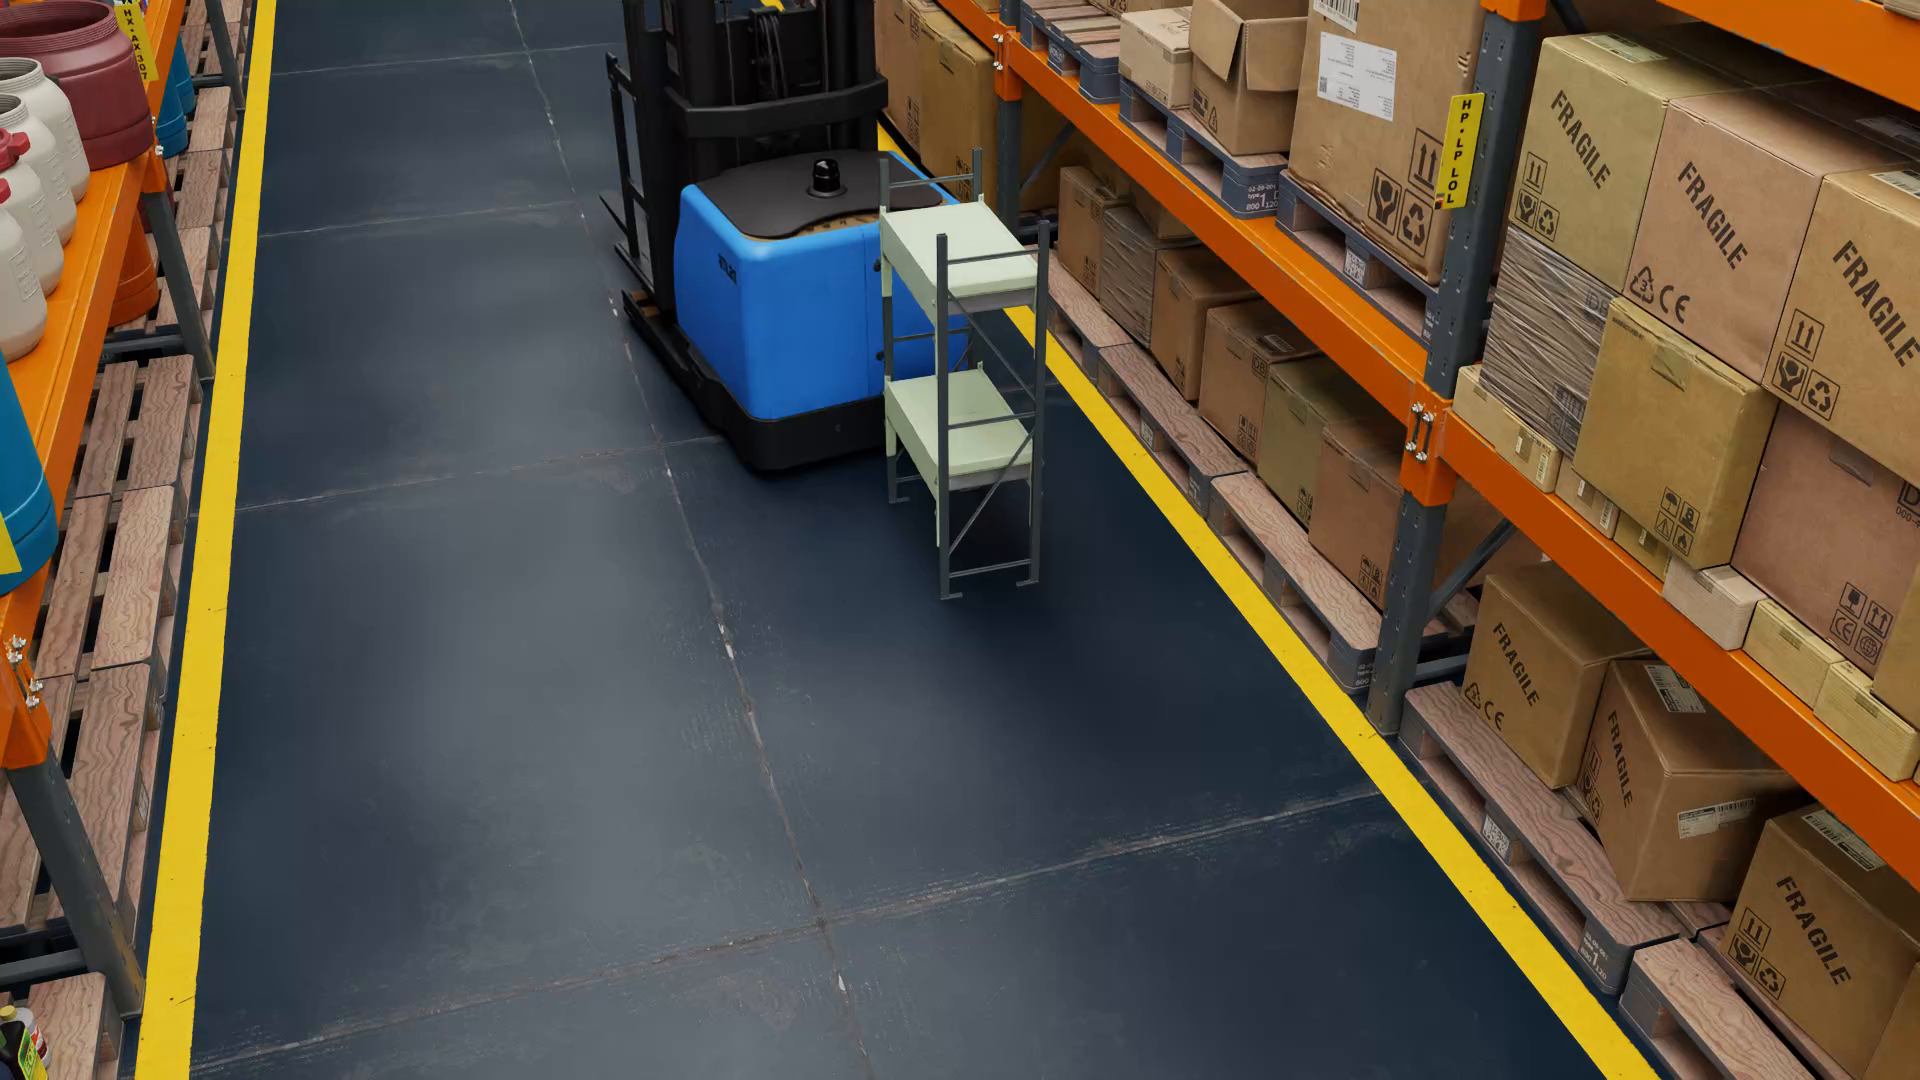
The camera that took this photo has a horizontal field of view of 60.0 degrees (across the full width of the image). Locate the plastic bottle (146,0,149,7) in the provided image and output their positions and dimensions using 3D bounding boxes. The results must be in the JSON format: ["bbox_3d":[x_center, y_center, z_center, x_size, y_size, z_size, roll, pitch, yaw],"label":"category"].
[{"bbox_3d":[-4.215,-2.852,8.461,0.097,0.271,0.097,0,33,0],"label":"plastic bottle"}]

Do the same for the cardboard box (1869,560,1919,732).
[{"bbox_3d":[2.466,0.180,3.397,0.875,0.500,0.500,-10,35,-15],"label":"cardboard box"}]

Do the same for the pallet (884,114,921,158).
[{"bbox_3d":[0.150,-2.687,10.626,1.003,0.211,1.213,-10,35,-15],"label":"pallet"}]

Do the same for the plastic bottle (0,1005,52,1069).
[{"bbox_3d":[-2.402,1.270,4.246,0.097,0.201,0.097,0,33,0],"label":"plastic bottle"}]

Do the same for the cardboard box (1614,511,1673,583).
[{"bbox_3d":[1.938,-0.027,4.298,0.380,0.149,0.250,-10,35,-15],"label":"cardboard box"}]

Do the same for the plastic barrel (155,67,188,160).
[{"bbox_3d":[-4.884,-2.692,9.625,0.600,0.901,0.708,-10,35,-15],"label":"plastic barrel"}]

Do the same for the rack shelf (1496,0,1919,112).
[{"bbox_3d":[2.517,-0.586,2.848,1.077,0.370,4.000,-10,35,-15],"label":"rack shelf"}]

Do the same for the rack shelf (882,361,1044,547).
[{"bbox_3d":[0.002,-0.350,6.511,0.431,0.370,0.720,-10,35,-15],"label":"rack shelf"}]

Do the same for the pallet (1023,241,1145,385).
[{"bbox_3d":[0.924,-1.211,8.391,1.003,0.211,1.213,-10,35,-15],"label":"pallet"}]

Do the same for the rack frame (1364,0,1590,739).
[{"bbox_3d":[1.907,-0.685,5.065,1.000,3.000,0.127,-10,35,-15],"label":"rack frame"}]

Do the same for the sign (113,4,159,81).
[{"bbox_3d":[-3.508,-2.116,7.084,0.100,0.325,0.005,-10,35,-15],"label":"sign"}]

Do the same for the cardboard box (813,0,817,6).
[{"bbox_3d":[-0.319,-3.841,11.388,1.225,0.875,0.875,-10,35,-15],"label":"cardboard box"}]

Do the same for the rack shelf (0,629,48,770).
[{"bbox_3d":[-2.199,1.498,2.414,1.077,0.370,4.000,-10,35,-15],"label":"rack shelf"}]

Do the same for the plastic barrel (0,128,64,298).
[{"bbox_3d":[-3.248,-1.060,5.510,0.433,0.535,0.433,0,33,0],"label":"plastic barrel"}]

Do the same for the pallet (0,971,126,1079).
[{"bbox_3d":[-2.644,1.671,4.029,1.003,0.211,1.213,-10,35,-15],"label":"pallet"}]

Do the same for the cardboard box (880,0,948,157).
[{"bbox_3d":[0.232,-2.909,9.977,1.225,0.875,0.875,-10,35,-15],"label":"cardboard box"}]

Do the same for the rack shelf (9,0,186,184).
[{"bbox_3d":[-4.640,-2.702,8.771,1.077,0.370,4.000,-10,35,-15],"label":"rack shelf"}]

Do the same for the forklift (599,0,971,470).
[{"bbox_3d":[-1.047,-2.316,7.596,1.130,2.935,3.031,-15,36,-22],"label":"forklift"}]

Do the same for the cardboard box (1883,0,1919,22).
[{"bbox_3d":[2.108,-1.055,3.041,0.500,0.250,0.500,-11,35,-17],"label":"cardboard box"}]

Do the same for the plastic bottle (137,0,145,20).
[{"bbox_3d":[-4.145,-2.731,8.278,0.097,0.271,0.097,0,33,0],"label":"plastic bottle"}]

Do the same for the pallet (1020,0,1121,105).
[{"bbox_3d":[1.006,-2.349,7.757,1.213,0.211,1.003,-10,35,-15],"label":"pallet"}]

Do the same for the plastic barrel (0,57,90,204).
[{"bbox_3d":[-3.512,-1.494,6.189,0.421,0.512,0.421,0,33,0],"label":"plastic barrel"}]

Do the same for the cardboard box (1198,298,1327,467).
[{"bbox_3d":[1.442,-0.699,6.955,0.700,0.500,0.500,-13,36,-19],"label":"cardboard box"}]

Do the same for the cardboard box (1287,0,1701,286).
[{"bbox_3d":[1.798,-1.551,5.451,1.000,1.000,1.000,-10,35,-14],"label":"cardboard box"}]

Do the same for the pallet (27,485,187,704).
[{"bbox_3d":[-3.462,0.264,6.159,1.003,0.211,1.213,-10,35,-15],"label":"pallet"}]

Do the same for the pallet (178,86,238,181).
[{"bbox_3d":[-5.054,-2.477,10.306,1.003,0.211,1.213,-10,35,-15],"label":"pallet"}]

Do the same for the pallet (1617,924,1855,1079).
[{"bbox_3d":[2.522,1.467,4.338,1.003,0.211,1.213,-10,35,-15],"label":"pallet"}]

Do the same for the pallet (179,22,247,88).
[{"bbox_3d":[-5.511,-3.268,11.504,1.003,0.211,1.213,-10,35,-15],"label":"pallet"}]

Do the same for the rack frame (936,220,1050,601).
[{"bbox_3d":[0.114,-0.430,6.040,0.400,1.500,0.023,-10,35,-15],"label":"rack frame"}]

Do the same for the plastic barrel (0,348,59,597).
[{"bbox_3d":[-2.639,-0.315,4.051,0.600,0.901,0.708,-10,35,-15],"label":"plastic barrel"}]

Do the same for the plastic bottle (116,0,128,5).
[{"bbox_3d":[-3.992,-2.506,7.927,0.061,0.283,0.133,-10,35,-15],"label":"plastic bottle"}]

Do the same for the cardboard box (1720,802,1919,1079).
[{"bbox_3d":[2.437,1.012,4.384,0.500,0.500,0.500,-13,36,-19],"label":"cardboard box"}]

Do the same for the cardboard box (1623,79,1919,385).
[{"bbox_3d":[1.956,-0.726,3.861,0.500,0.500,0.500,-10,35,-15],"label":"cardboard box"}]

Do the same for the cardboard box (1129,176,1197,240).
[{"bbox_3d":[1.092,-1.615,7.661,0.500,0.250,0.500,-6,34,-9],"label":"cardboard box"}]

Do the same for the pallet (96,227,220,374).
[{"bbox_3d":[-4.310,-1.195,8.368,1.003,0.211,1.213,-10,35,-15],"label":"pallet"}]

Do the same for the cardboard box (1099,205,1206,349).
[{"bbox_3d":[1.092,-1.288,7.847,0.700,0.500,0.500,-13,36,-19],"label":"cardboard box"}]

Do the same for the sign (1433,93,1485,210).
[{"bbox_3d":[1.380,-1.073,4.602,0.100,0.325,0.005,-10,35,-15],"label":"sign"}]

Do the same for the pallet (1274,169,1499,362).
[{"bbox_3d":[1.813,-1.030,5.763,1.003,0.211,1.213,-10,35,-15],"label":"pallet"}]

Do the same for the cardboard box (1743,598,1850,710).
[{"bbox_3d":[2.091,0.236,3.900,0.380,0.149,0.250,-10,35,-15],"label":"cardboard box"}]

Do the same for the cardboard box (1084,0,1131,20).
[{"bbox_3d":[0.890,-2.725,7.681,0.500,0.500,0.500,-14,36,-21],"label":"cardboard box"}]

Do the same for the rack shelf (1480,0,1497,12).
[{"bbox_3d":[1.297,-2.686,6.026,1.077,0.370,4.000,-10,35,-15],"label":"rack shelf"}]

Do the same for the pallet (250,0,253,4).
[{"bbox_3d":[-6.255,-4.549,13.443,1.003,0.211,1.213,-10,35,-15],"label":"pallet"}]

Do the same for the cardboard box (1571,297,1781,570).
[{"bbox_3d":[2.105,-0.335,4.176,0.875,0.500,0.500,-10,35,-15],"label":"cardboard box"}]

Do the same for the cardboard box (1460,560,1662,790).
[{"bbox_3d":[1.991,0.400,5.311,0.500,0.500,0.500,-11,35,-16],"label":"cardboard box"}]

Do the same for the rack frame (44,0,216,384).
[{"bbox_3d":[-4.030,-1.952,6.983,1.000,3.000,0.127,-10,35,-15],"label":"rack frame"}]

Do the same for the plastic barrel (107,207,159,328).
[{"bbox_3d":[-4.195,-1.476,7.850,0.600,0.830,0.708,-10,35,-15],"label":"plastic barrel"}]

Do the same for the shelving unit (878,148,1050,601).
[{"bbox_3d":[0.002,-0.622,6.331,0.431,1.500,0.755,-10,35,-15],"label":"shelving unit"}]

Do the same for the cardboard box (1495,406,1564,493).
[{"bbox_3d":[1.750,-0.283,4.685,0.380,0.149,0.250,-10,35,-15],"label":"cardboard box"}]

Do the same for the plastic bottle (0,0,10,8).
[{"bbox_3d":[-4.827,-2.765,8.320,0.061,0.283,0.133,-10,35,-15],"label":"plastic bottle"}]

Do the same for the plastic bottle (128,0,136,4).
[{"bbox_3d":[-4.063,-2.627,8.110,0.061,0.283,0.133,-10,35,-15],"label":"plastic bottle"}]

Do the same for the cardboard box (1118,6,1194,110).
[{"bbox_3d":[0.979,-1.979,6.779,0.500,0.250,0.500,-11,35,-16],"label":"cardboard box"}]

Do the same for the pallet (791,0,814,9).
[{"bbox_3d":[-0.690,-4.134,12.815,1.003,0.211,1.213,-10,35,-15],"label":"pallet"}]

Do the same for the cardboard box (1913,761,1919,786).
[{"bbox_3d":[2.276,0.492,3.512,0.380,0.149,0.250,-10,35,-15],"label":"cardboard box"}]

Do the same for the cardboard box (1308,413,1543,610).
[{"bbox_3d":[1.741,-0.151,6.127,0.700,0.500,0.500,-13,36,-18],"label":"cardboard box"}]
